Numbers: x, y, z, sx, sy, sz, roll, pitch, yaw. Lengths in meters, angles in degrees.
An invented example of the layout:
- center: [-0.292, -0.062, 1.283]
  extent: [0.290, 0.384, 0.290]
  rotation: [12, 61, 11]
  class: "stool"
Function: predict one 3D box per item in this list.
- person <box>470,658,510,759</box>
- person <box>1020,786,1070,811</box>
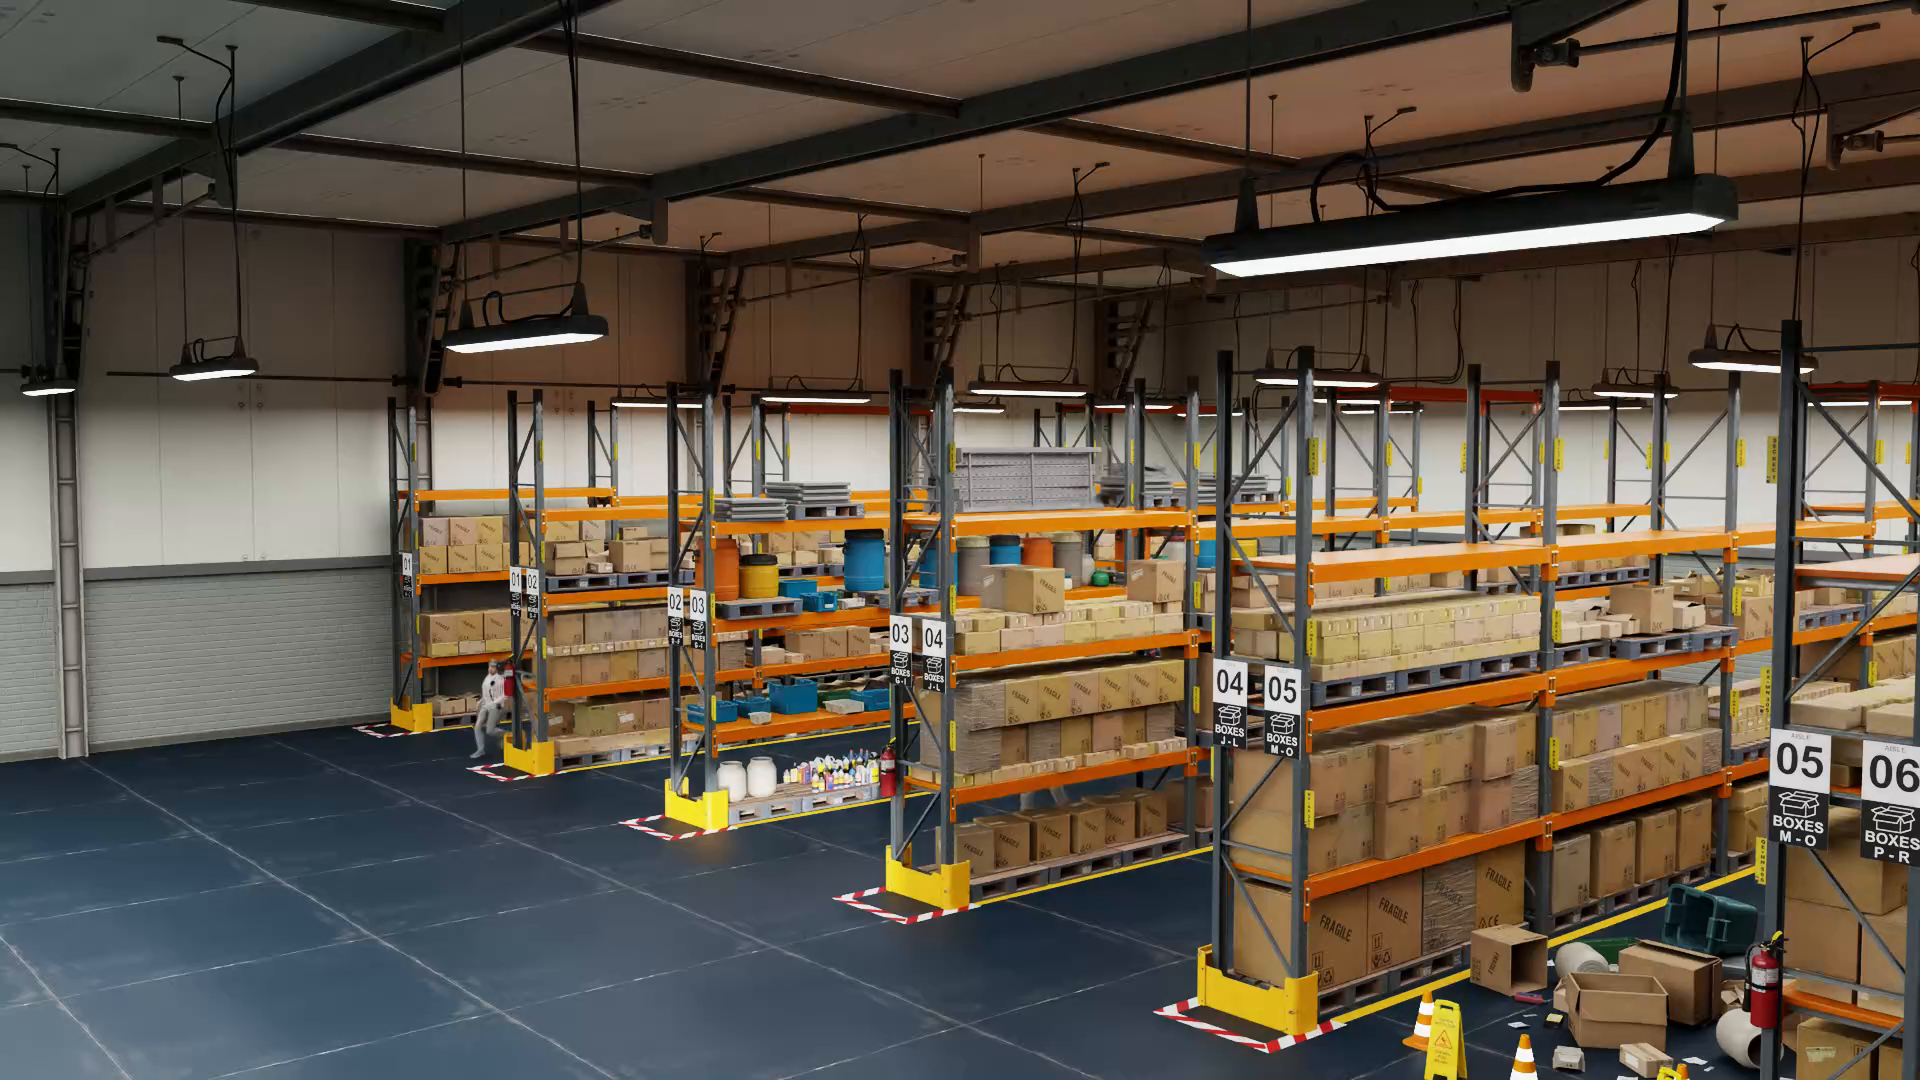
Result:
- center: [-7.657, 2.757, 27.390]
  extent: [0.656, 1.657, 0.748]
  rotation: [3, 4, 38]
  class: "person"
- center: [1.125, 2.956, 22.359]
  extent: [0.926, 1.828, 0.671]
  rotation: [-3, 4, -42]
  class: "person"
